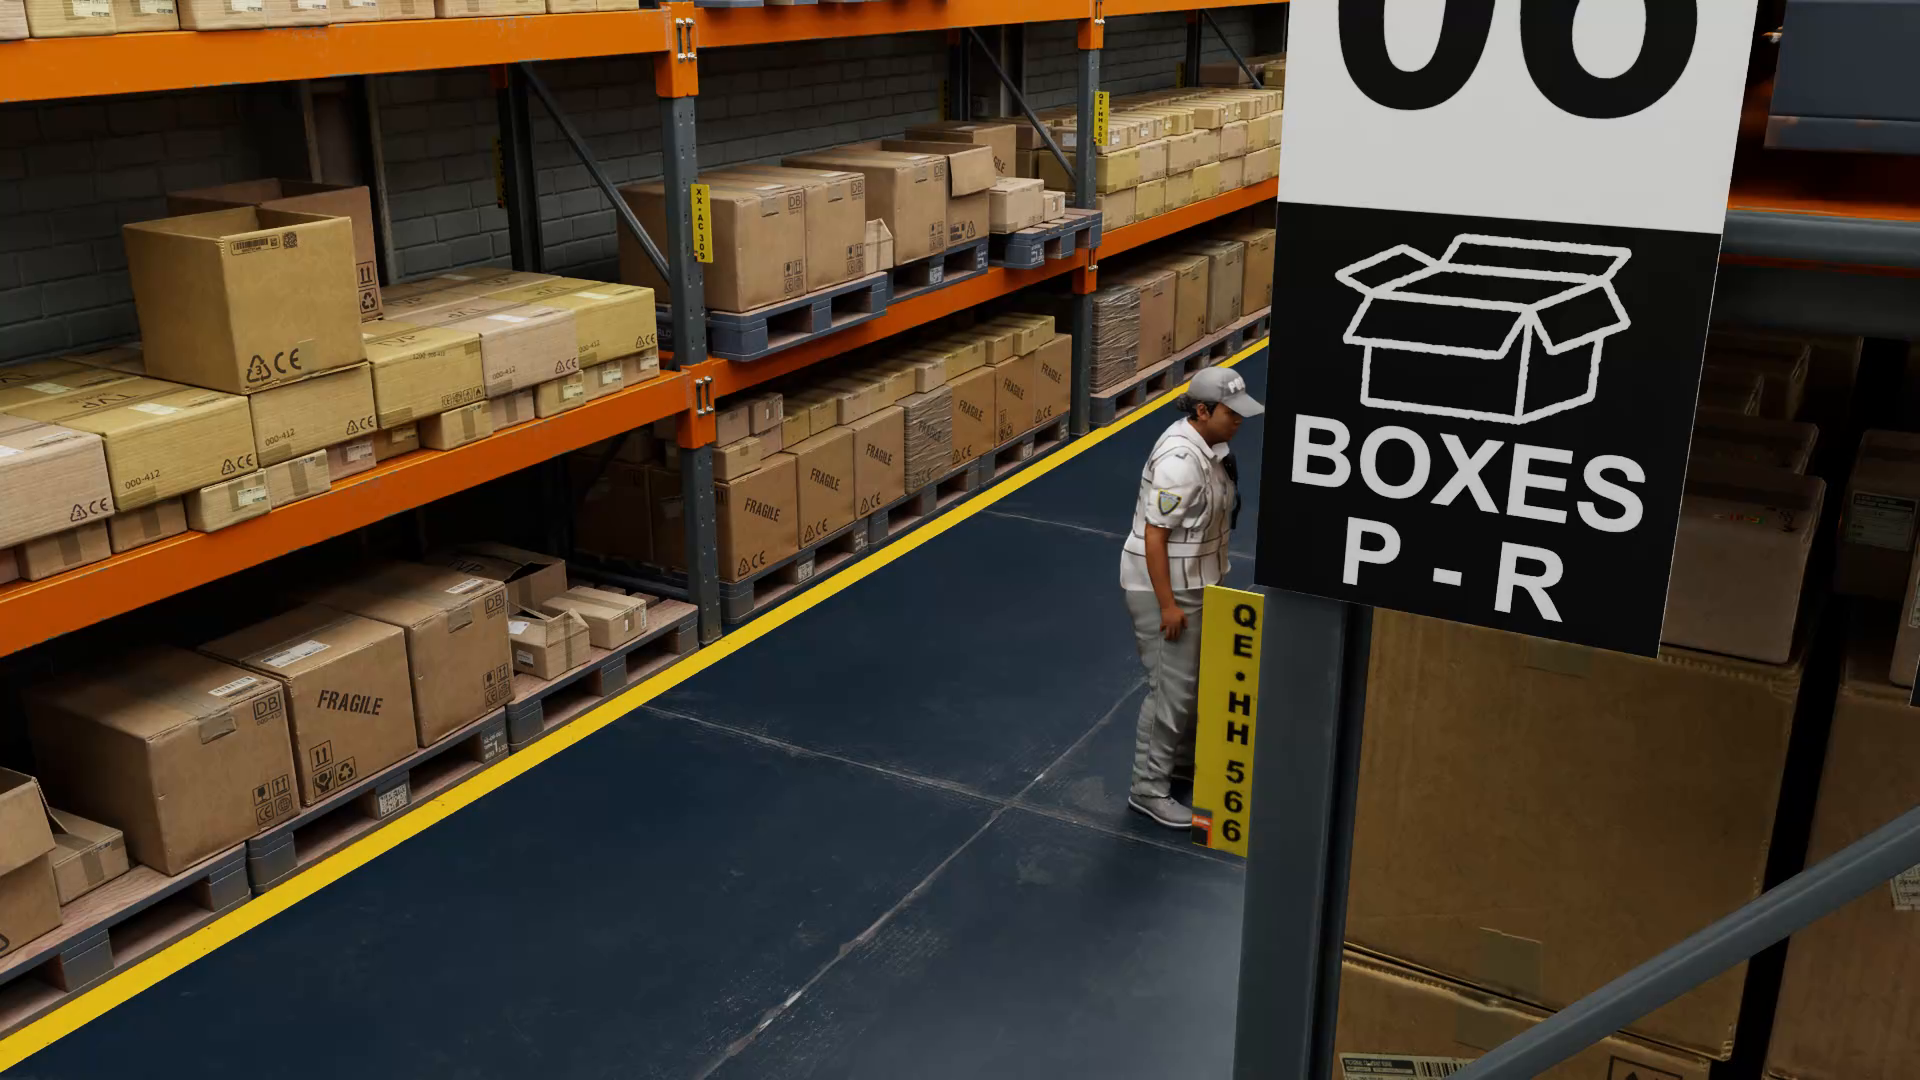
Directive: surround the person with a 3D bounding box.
[{"bbox_3d":[0.834,0.181,6.050,0.468,1.666,0.541,11,22,27],"label":"person"}]
